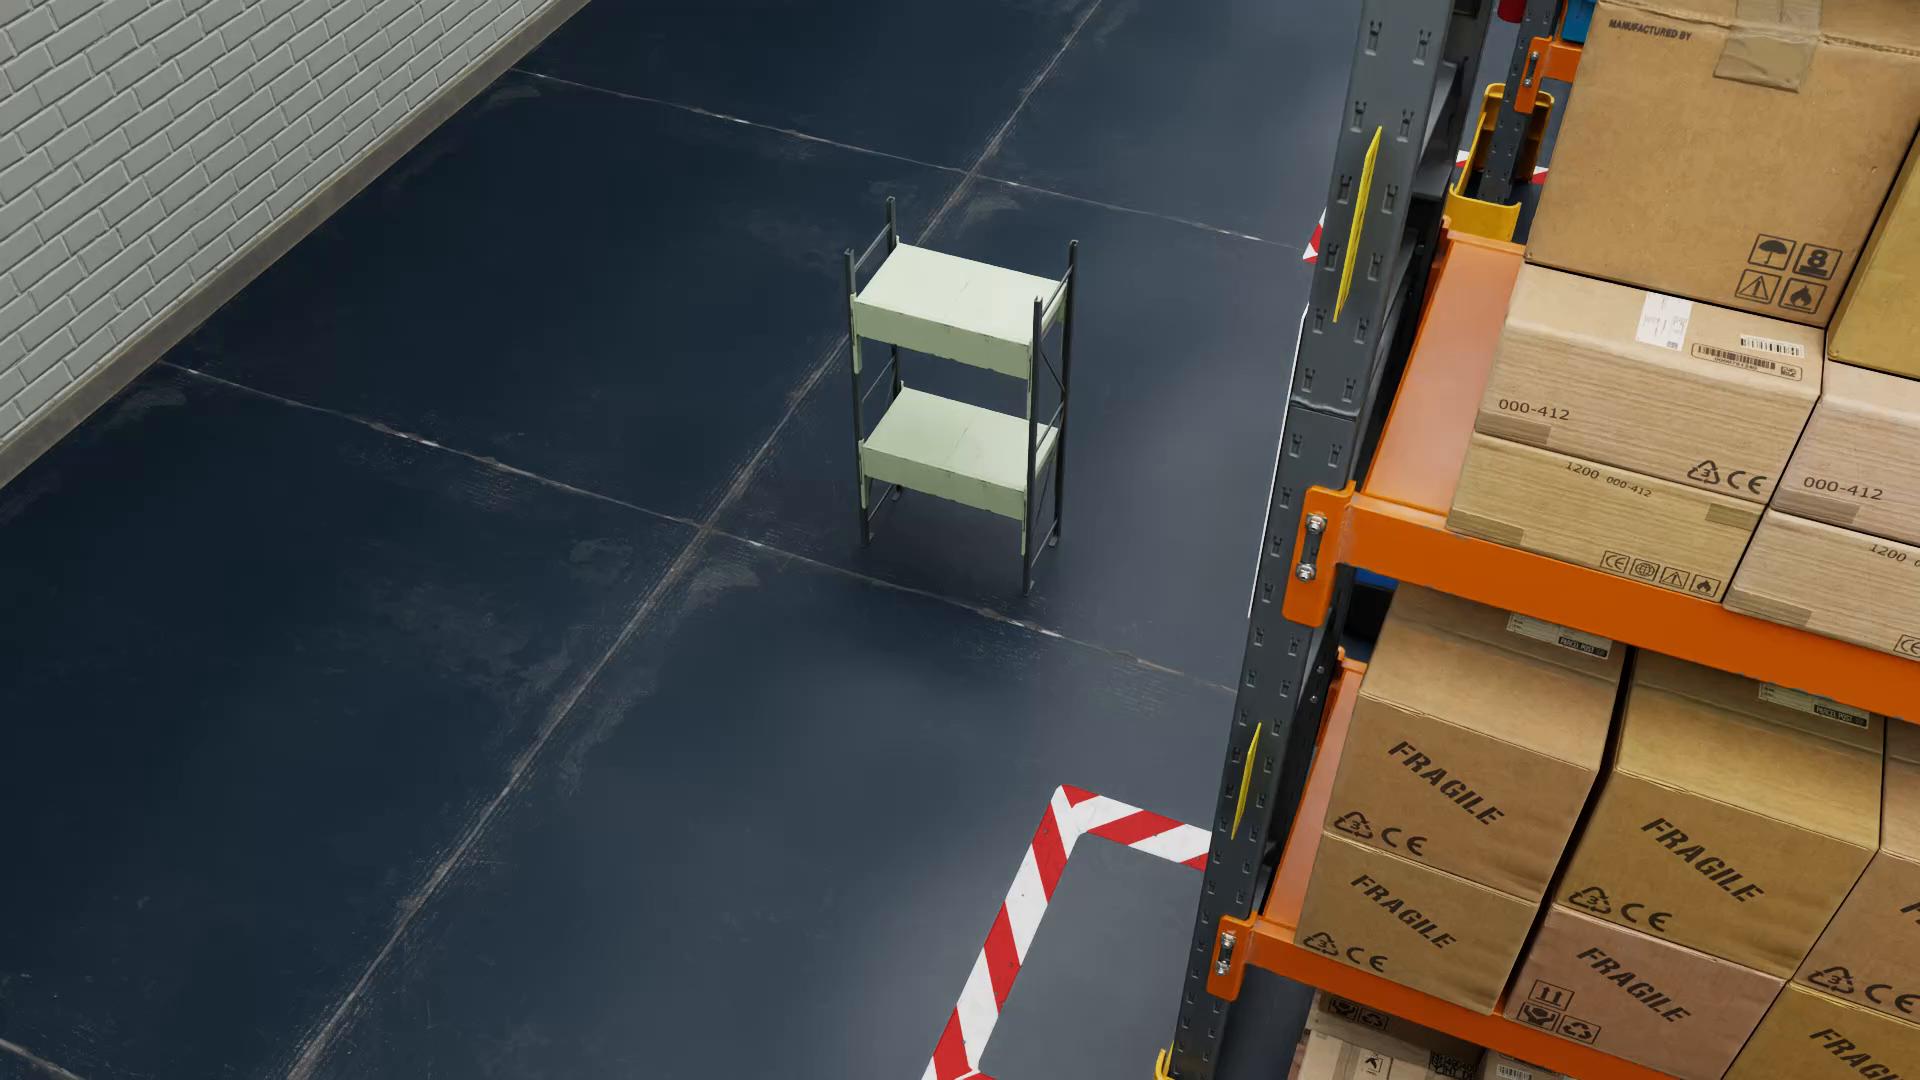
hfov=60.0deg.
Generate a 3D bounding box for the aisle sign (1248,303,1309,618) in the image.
[{"bbox_3d":[0.686,-0.244,3.364,0.004,0.787,0.394,16,47,16],"label":"aisle sign"}]

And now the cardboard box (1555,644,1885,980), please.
[{"bbox_3d":[1.655,0.544,3.635,0.500,0.500,0.500,17,47,16],"label":"cardboard box"}]

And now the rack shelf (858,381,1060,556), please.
[{"bbox_3d":[0.006,-0.299,6.788,0.720,0.370,0.431,16,47,16],"label":"rack shelf"}]

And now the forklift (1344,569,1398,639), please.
[{"bbox_3d":[3.018,-0.670,5.684,3.031,2.935,1.130,14,47,14],"label":"forklift"}]

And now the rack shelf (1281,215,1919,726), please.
[{"bbox_3d":[2.708,0.240,3.104,4.000,0.370,1.077,16,47,16],"label":"rack shelf"}]

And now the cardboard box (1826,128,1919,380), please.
[{"bbox_3d":[1.771,-0.628,2.687,0.500,0.500,0.700,16,47,16],"label":"cardboard box"}]

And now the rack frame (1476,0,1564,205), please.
[{"bbox_3d":[2.772,-2.718,7.694,0.127,3.000,1.000,16,47,16],"label":"rack frame"}]

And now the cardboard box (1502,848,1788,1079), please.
[{"bbox_3d":[1.648,0.898,3.988,0.500,0.500,0.500,16,47,15],"label":"cardboard box"}]

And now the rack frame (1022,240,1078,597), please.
[{"bbox_3d":[0.344,-0.430,6.458,0.023,1.500,0.400,16,47,16],"label":"rack frame"}]

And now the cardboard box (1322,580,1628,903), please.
[{"bbox_3d":[1.170,0.407,3.773,0.500,0.500,0.500,18,48,17],"label":"cardboard box"}]

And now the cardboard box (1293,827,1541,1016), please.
[{"bbox_3d":[1.170,0.762,4.126,0.500,0.500,0.500,17,47,17],"label":"cardboard box"}]

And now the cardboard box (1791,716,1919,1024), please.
[{"bbox_3d":[2.115,0.684,3.496,0.500,0.500,0.500,17,47,16],"label":"cardboard box"}]

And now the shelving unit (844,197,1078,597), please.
[{"bbox_3d":[0.006,-0.530,6.558,0.755,1.500,0.431,16,47,16],"label":"shelving unit"}]

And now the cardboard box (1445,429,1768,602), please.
[{"bbox_3d":[1.238,-0.200,3.143,0.500,0.250,0.500,16,47,16],"label":"cardboard box"}]

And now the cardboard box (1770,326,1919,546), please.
[{"bbox_3d":[1.694,-0.233,2.821,0.500,0.250,0.500,16,47,16],"label":"cardboard box"}]

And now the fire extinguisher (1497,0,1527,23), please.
[{"bbox_3d":[2.808,-2.895,8.192,0.183,0.674,0.296,16,47,16],"label":"fire extinguisher"}]

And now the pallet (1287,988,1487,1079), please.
[{"bbox_3d":[1.668,1.730,5.200,1.213,0.211,1.003,16,47,16],"label":"pallet"}]

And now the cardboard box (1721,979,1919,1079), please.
[{"bbox_3d":[2.110,1.037,3.849,0.500,0.500,0.500,16,47,16],"label":"cardboard box"}]

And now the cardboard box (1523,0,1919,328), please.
[{"bbox_3d":[1.342,-0.819,2.879,0.500,0.500,0.700,16,47,16],"label":"cardboard box"}]

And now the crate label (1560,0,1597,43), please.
[{"bbox_3d":[2.873,-2.399,7.449,0.303,0.233,0.416,16,47,16],"label":"crate label"}]

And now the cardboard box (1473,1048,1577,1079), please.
[{"bbox_3d":[1.716,1.792,4.799,0.500,0.250,0.500,16,47,16],"label":"cardboard box"}]

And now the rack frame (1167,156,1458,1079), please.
[{"bbox_3d":[0.862,0.505,4.455,0.127,3.000,1.000,16,47,16],"label":"rack frame"}]

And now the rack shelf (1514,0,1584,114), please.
[{"bbox_3d":[4.618,-1.920,7.402,4.000,0.370,1.077,16,47,16],"label":"rack shelf"}]

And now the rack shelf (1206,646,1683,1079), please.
[{"bbox_3d":[2.708,1.303,4.162,4.000,0.370,1.077,16,47,16],"label":"rack shelf"}]

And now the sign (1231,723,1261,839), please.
[{"bbox_3d":[0.653,0.552,3.794,0.005,0.325,0.100,16,47,16],"label":"sign"}]

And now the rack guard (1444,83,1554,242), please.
[{"bbox_3d":[2.745,-1.830,8.574,0.348,0.500,1.175,16,47,16],"label":"rack guard"}]

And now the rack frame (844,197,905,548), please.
[{"bbox_3d":[-0.332,-0.629,6.658,0.023,1.500,0.400,16,47,16],"label":"rack frame"}]

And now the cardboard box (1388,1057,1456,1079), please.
[{"bbox_3d":[1.347,1.759,4.891,0.250,0.166,0.380,16,47,16],"label":"cardboard box"}]

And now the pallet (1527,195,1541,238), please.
[{"bbox_3d":[3.518,-1.481,8.427,1.213,0.211,1.003,16,47,16],"label":"pallet"}]

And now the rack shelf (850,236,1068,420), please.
[{"bbox_3d":[0.006,-0.807,6.283,0.720,0.370,0.431,16,47,16],"label":"rack shelf"}]

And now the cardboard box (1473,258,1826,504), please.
[{"bbox_3d":[1.236,-0.373,2.963,0.500,0.250,0.500,16,47,16],"label":"cardboard box"}]

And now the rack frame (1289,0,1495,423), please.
[{"bbox_3d":[0.862,-1.621,2.339,0.127,3.000,1.000,16,47,16],"label":"rack frame"}]

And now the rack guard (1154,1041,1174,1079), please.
[{"bbox_3d":[0.932,1.412,5.315,0.348,0.500,1.175,16,47,16],"label":"rack guard"}]

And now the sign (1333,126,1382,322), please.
[{"bbox_3d":[0.653,-0.515,2.733,0.005,0.325,0.100,16,47,16],"label":"sign"}]

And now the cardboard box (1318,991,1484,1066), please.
[{"bbox_3d":[1.458,1.223,5.194,0.500,0.500,0.500,16,47,16],"label":"cardboard box"}]

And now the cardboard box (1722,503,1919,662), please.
[{"bbox_3d":[1.694,-0.056,2.998,0.500,0.250,0.500,16,47,16],"label":"cardboard box"}]

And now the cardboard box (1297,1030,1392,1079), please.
[{"bbox_3d":[1.116,1.697,4.966,0.250,0.149,0.380,16,47,16],"label":"cardboard box"}]
